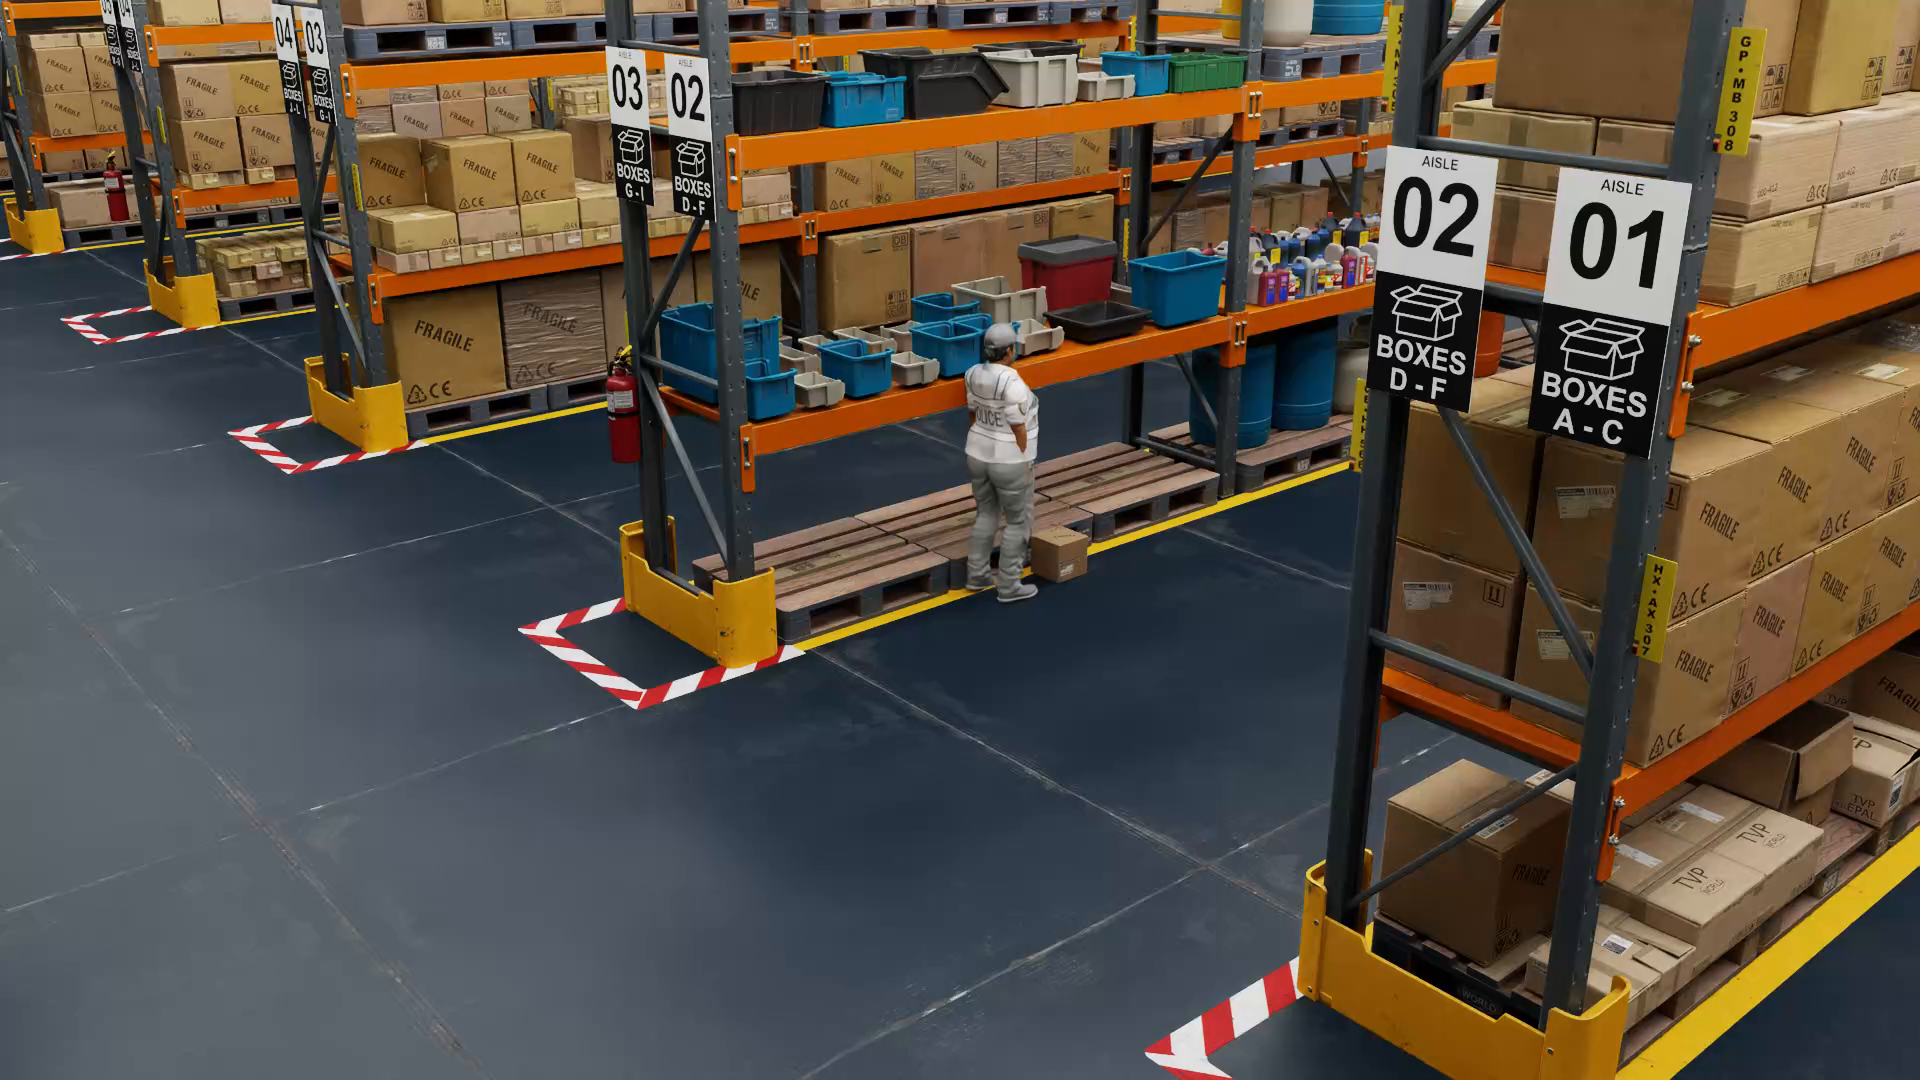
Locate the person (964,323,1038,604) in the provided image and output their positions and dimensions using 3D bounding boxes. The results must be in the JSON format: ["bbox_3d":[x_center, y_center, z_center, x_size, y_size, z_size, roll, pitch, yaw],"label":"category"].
[{"bbox_3d":[0.244,-0.459,9.796,0.390,1.671,0.467,-17,27,-37],"label":"person"}]
